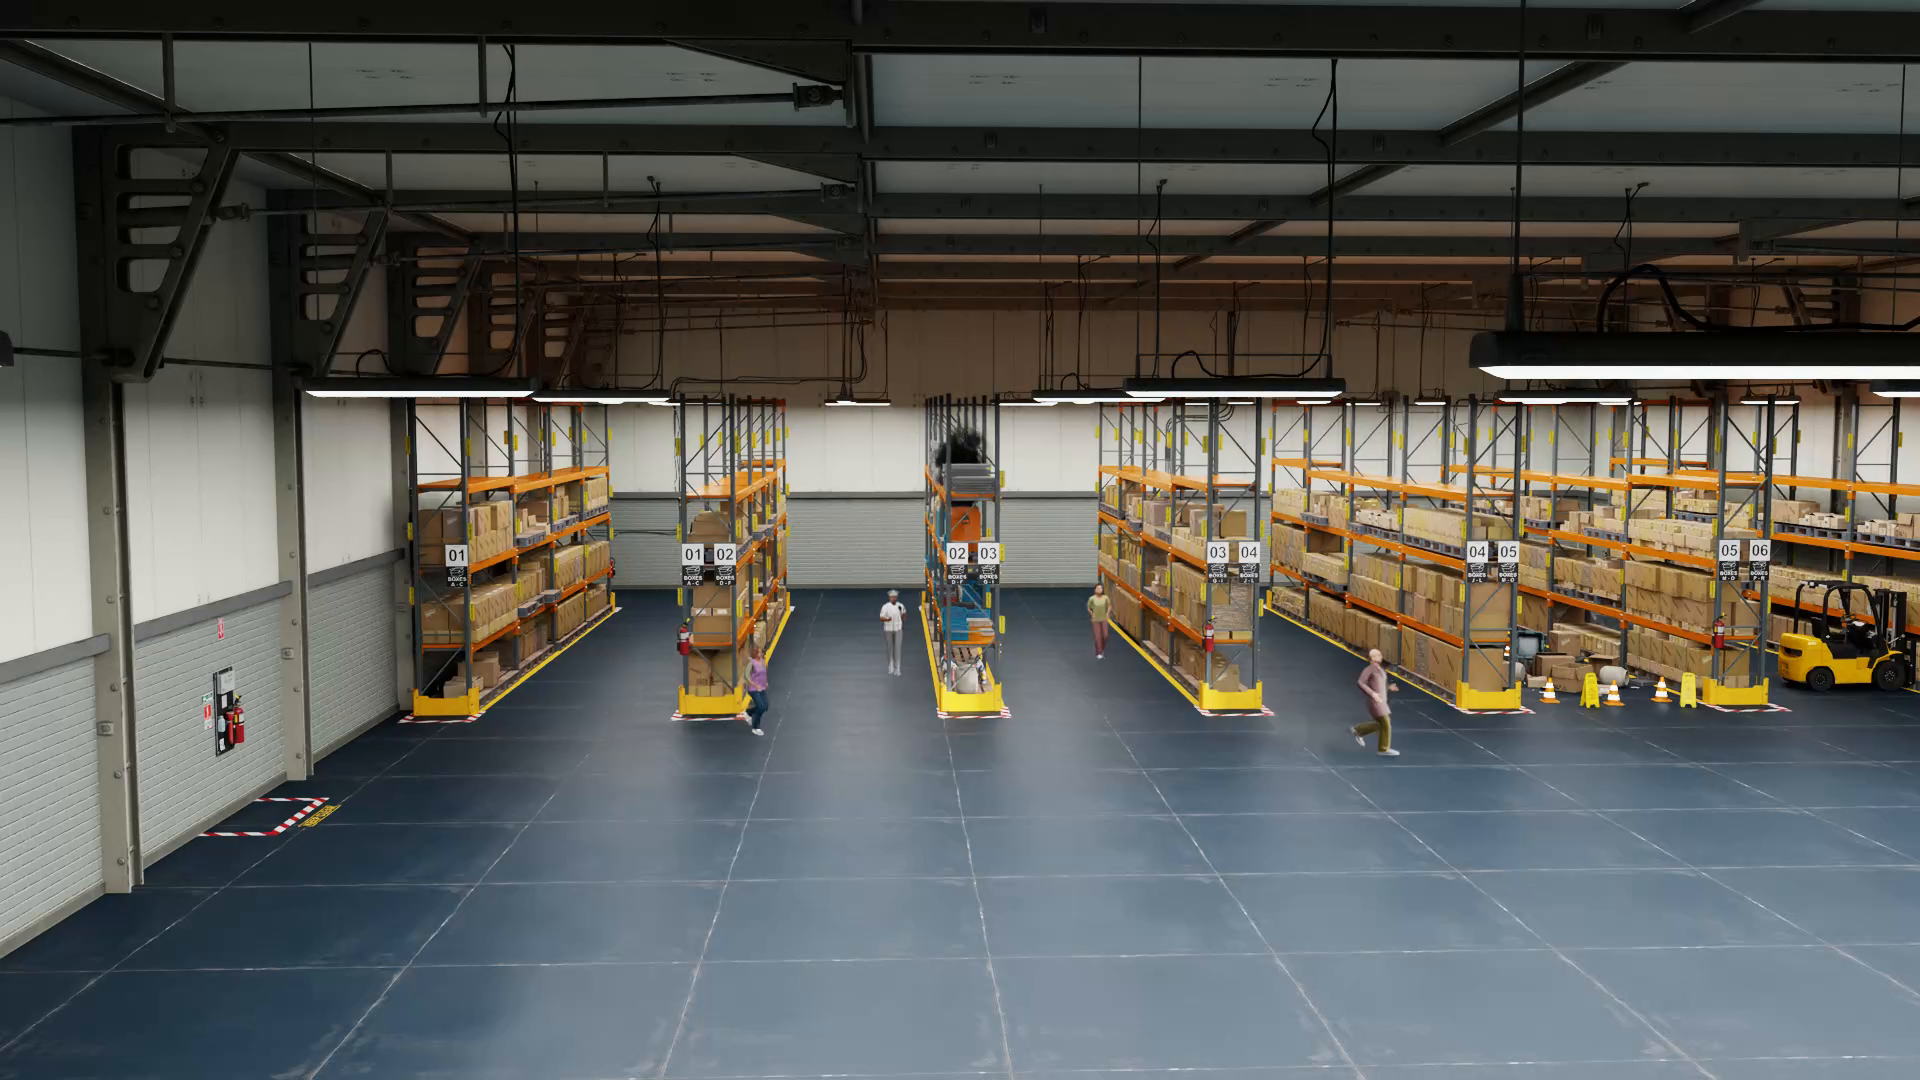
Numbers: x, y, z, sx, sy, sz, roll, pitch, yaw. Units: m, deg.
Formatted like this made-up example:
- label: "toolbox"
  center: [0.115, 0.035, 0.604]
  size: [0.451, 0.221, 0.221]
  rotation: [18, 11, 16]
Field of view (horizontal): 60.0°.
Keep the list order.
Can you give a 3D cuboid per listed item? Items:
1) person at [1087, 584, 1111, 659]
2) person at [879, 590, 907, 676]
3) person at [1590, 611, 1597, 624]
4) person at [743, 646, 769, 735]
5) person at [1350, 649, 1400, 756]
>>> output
- label: "person"
  center: [3.033, 1.768, 36.066]
  size: [0.556, 1.648, 0.507]
  rotation: [0, 5, -4]
- label: "person"
  center: [-1.358, 1.887, 33.937]
  size: [0.575, 1.747, 0.842]
  rotation: [0, 5, -6]
- label: "person"
  center: [16.392, 1.440, 43.199]
  size: [0.669, 1.745, 0.860]
  rotation: [-1, 5, -10]
- label: "person"
  center: [-3.628, 2.688, 29.320]
  size: [0.572, 1.472, 0.581]
  rotation: [3, 5, 32]
- label: "person"
  center: [6.890, 2.678, 27.504]
  size: [0.834, 1.745, 0.720]
  rotation: [3, 6, 35]
